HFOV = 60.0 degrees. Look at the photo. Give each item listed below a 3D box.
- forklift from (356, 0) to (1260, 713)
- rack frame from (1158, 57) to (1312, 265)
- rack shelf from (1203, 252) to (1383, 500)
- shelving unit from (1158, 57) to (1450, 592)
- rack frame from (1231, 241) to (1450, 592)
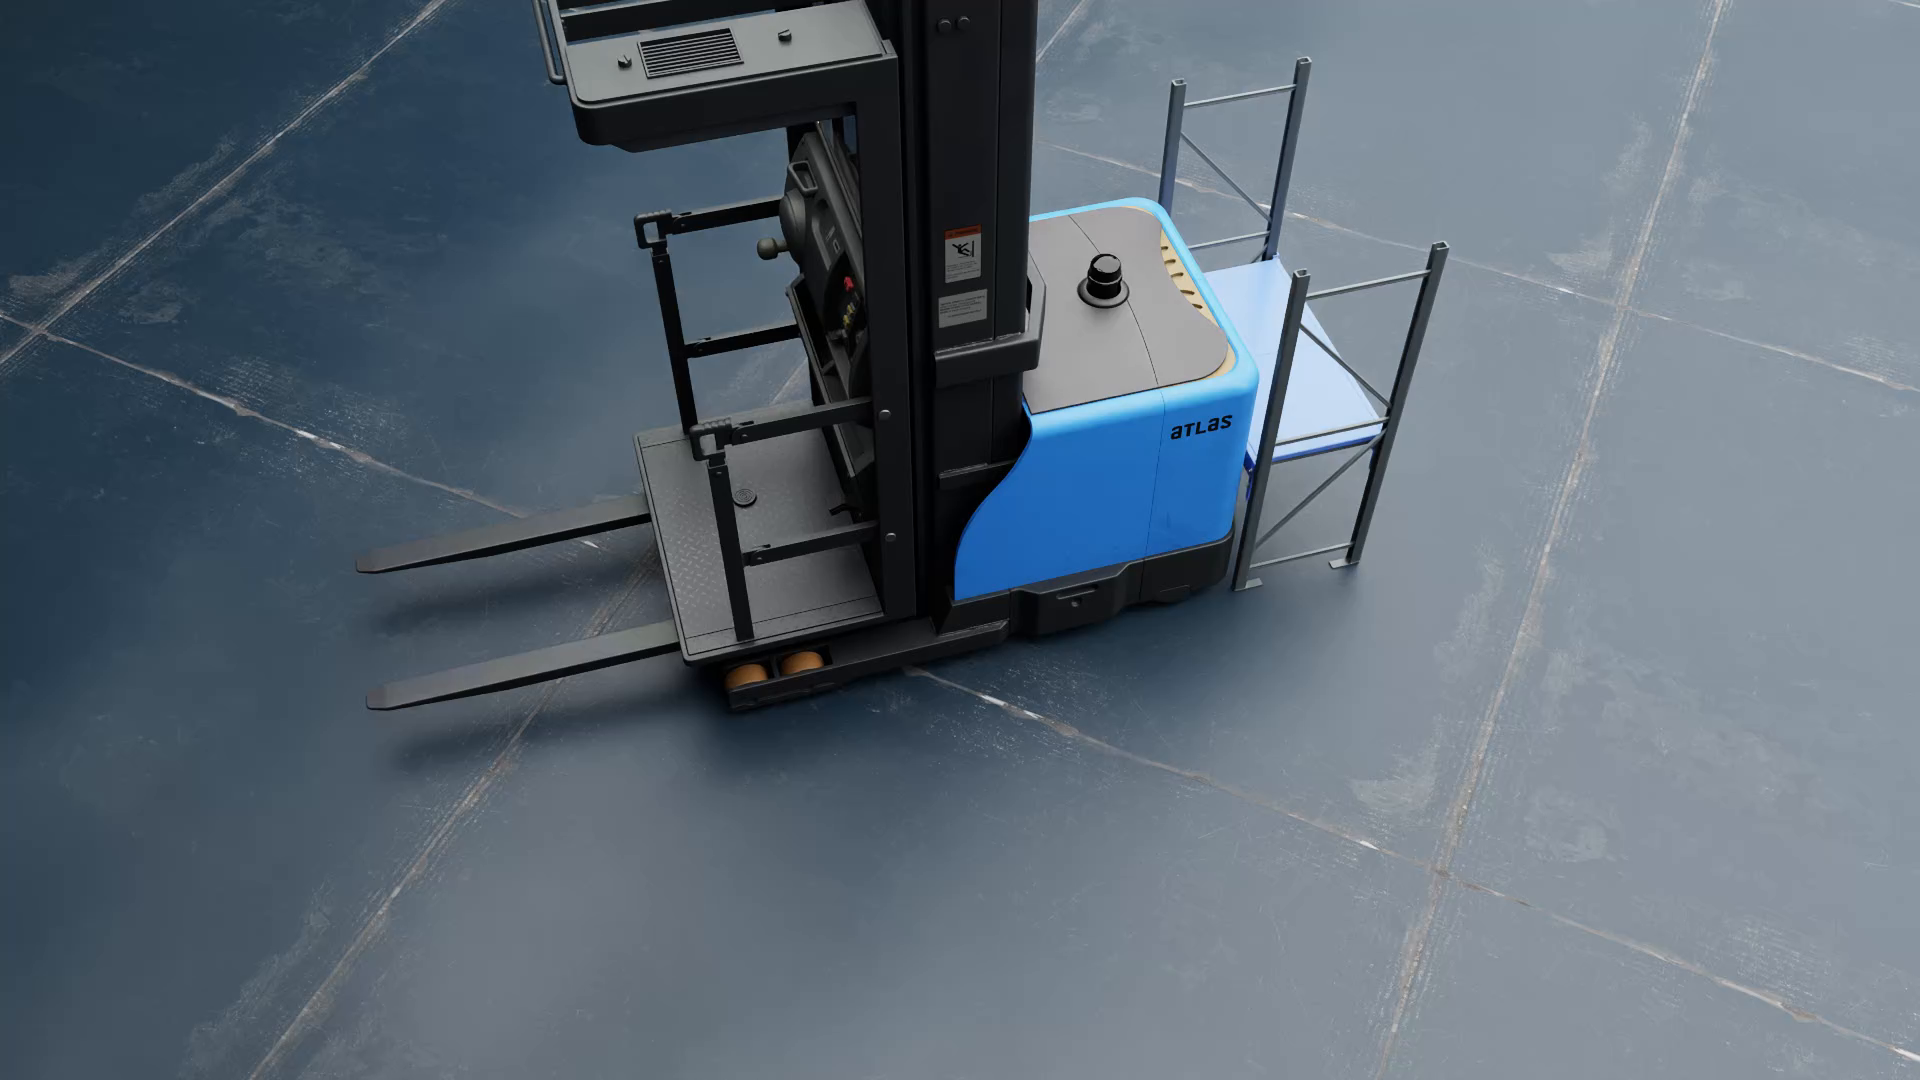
[{"bbox_3d":[-0.597,-0.817,5.020,3.031,2.935,1.130,-13,51,-11],"label":"forklift"},{"bbox_3d":[0.956,-1.103,6.204,0.500,1.500,0.032,-12,51,-10],"label":"rack frame"},{"bbox_3d":[1.098,-0.615,6.024,0.538,0.185,1.000,-12,51,-10],"label":"rack shelf"},{"bbox_3d":[1.098,-0.731,5.887,0.538,1.500,1.048,-12,51,-10],"label":"shelving unit"},{"bbox_3d":[1.240,-0.359,5.571,0.500,1.500,0.032,-12,51,-10],"label":"rack frame"}]
